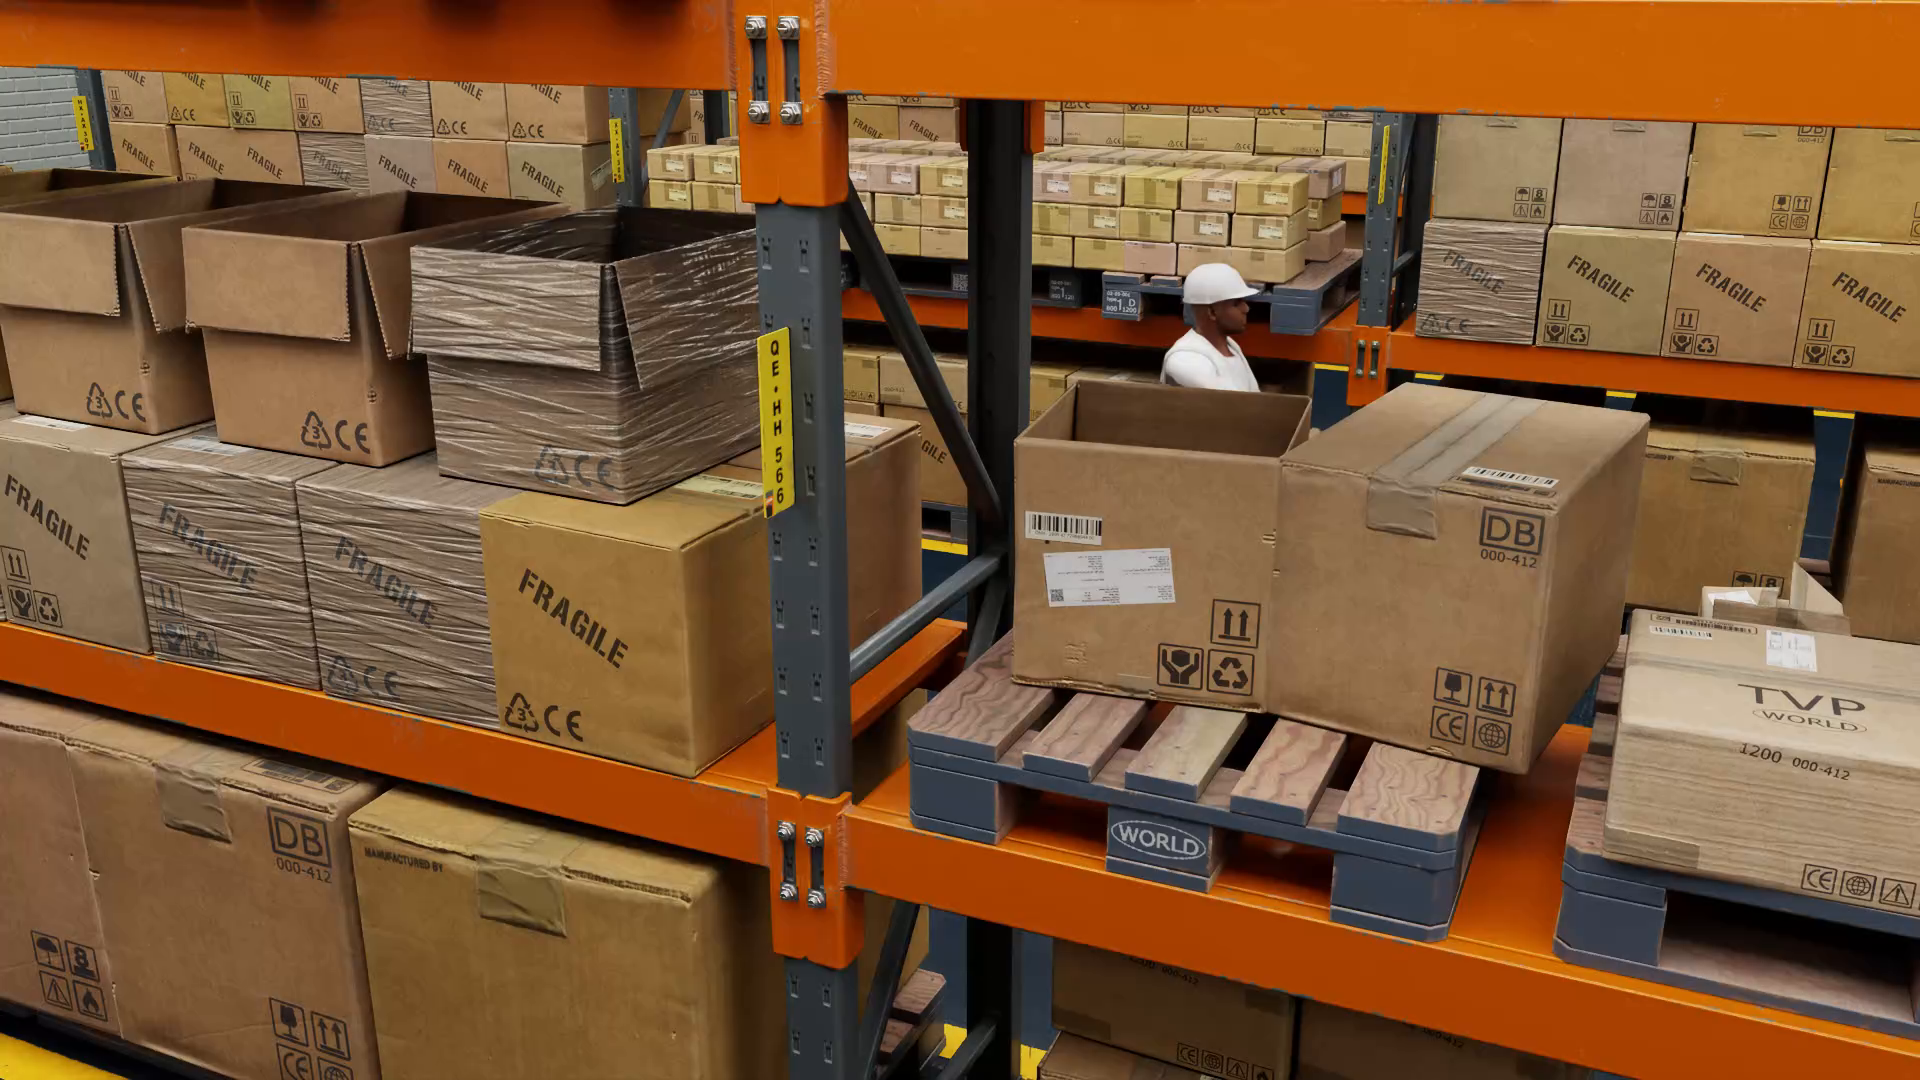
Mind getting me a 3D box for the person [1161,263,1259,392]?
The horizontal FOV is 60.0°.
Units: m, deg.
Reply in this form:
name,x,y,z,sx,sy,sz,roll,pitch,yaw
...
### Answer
name,x,y,z,sx,sy,sz,roll,pitch,yaw
person,1.094,-0.217,6.663,0.557,1.763,0.505,8,21,23
